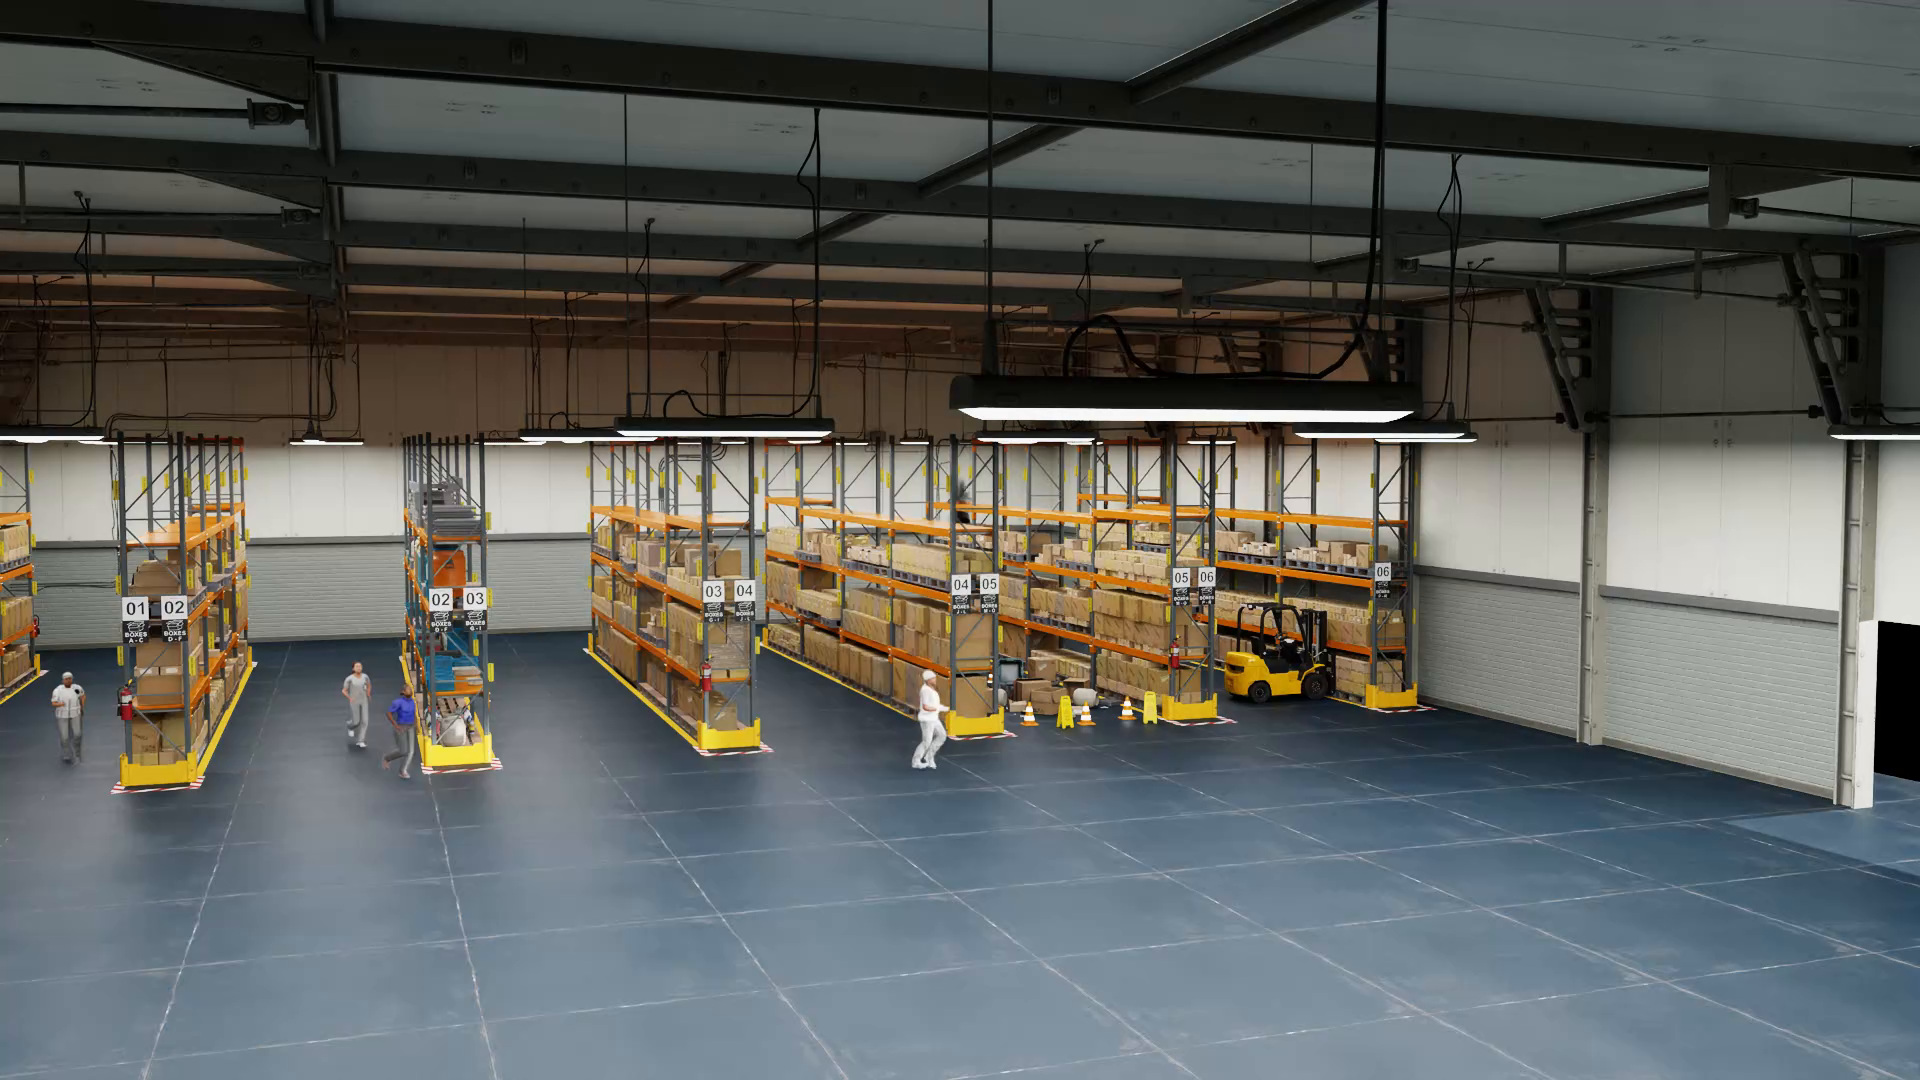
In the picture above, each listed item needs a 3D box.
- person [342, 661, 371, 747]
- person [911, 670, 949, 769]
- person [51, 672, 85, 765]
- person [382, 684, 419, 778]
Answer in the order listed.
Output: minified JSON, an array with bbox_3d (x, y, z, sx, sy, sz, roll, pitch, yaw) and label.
[{"bbox_3d":[-11.578,3.137,31.983,0.565,1.641,0.731,-3,4,-39],"label":"person"},{"bbox_3d":[-0.505,3.207,29.535,0.718,1.790,0.629,1,3,13],"label":"person"},{"bbox_3d":[-16.136,3.234,30.122,0.554,1.705,0.759,-2,4,-31],"label":"person"},{"bbox_3d":[-9.696,3.317,29.053,0.657,1.585,0.622,2,4,29],"label":"person"}]
